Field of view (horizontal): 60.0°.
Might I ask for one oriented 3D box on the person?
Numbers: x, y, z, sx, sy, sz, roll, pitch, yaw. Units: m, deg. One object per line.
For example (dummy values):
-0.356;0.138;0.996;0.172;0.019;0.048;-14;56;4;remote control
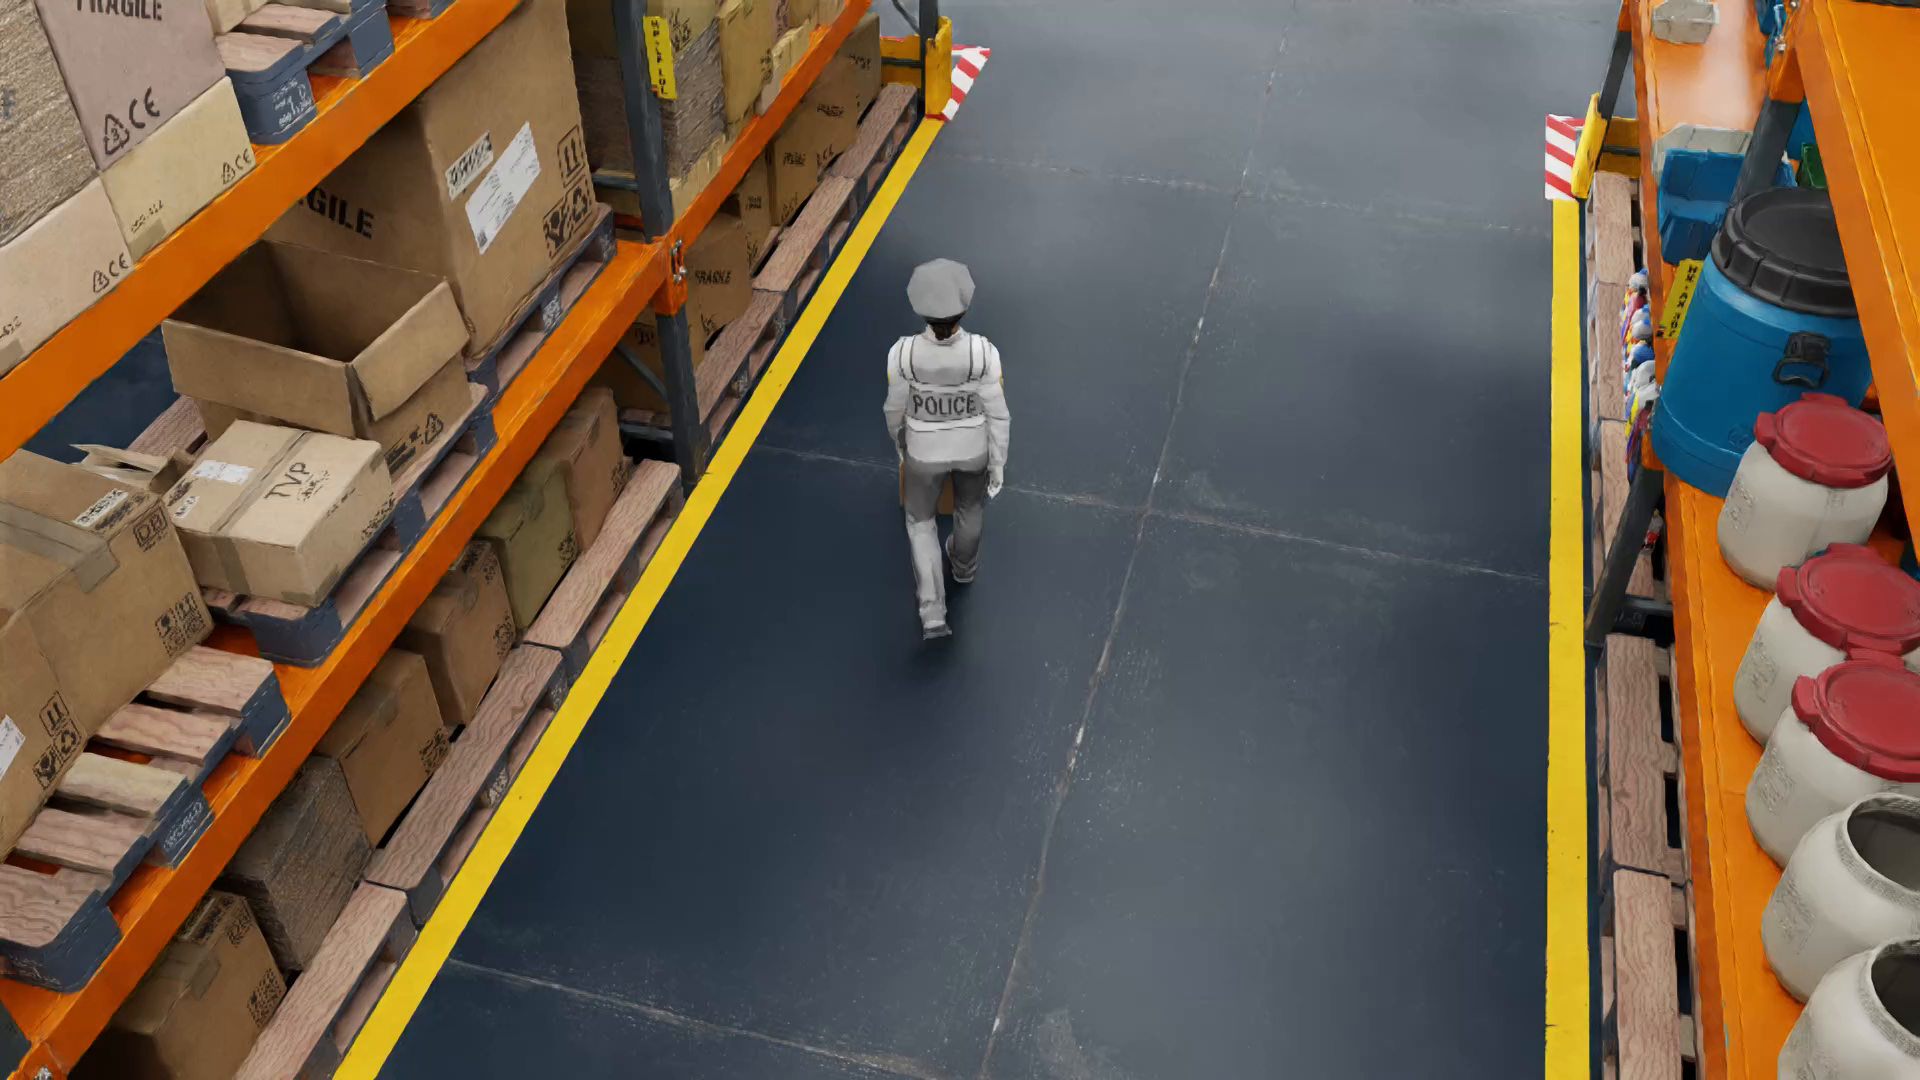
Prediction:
-0.053;-0.352;6.537;0.482;1.665;0.810;-4;41;-4;person
